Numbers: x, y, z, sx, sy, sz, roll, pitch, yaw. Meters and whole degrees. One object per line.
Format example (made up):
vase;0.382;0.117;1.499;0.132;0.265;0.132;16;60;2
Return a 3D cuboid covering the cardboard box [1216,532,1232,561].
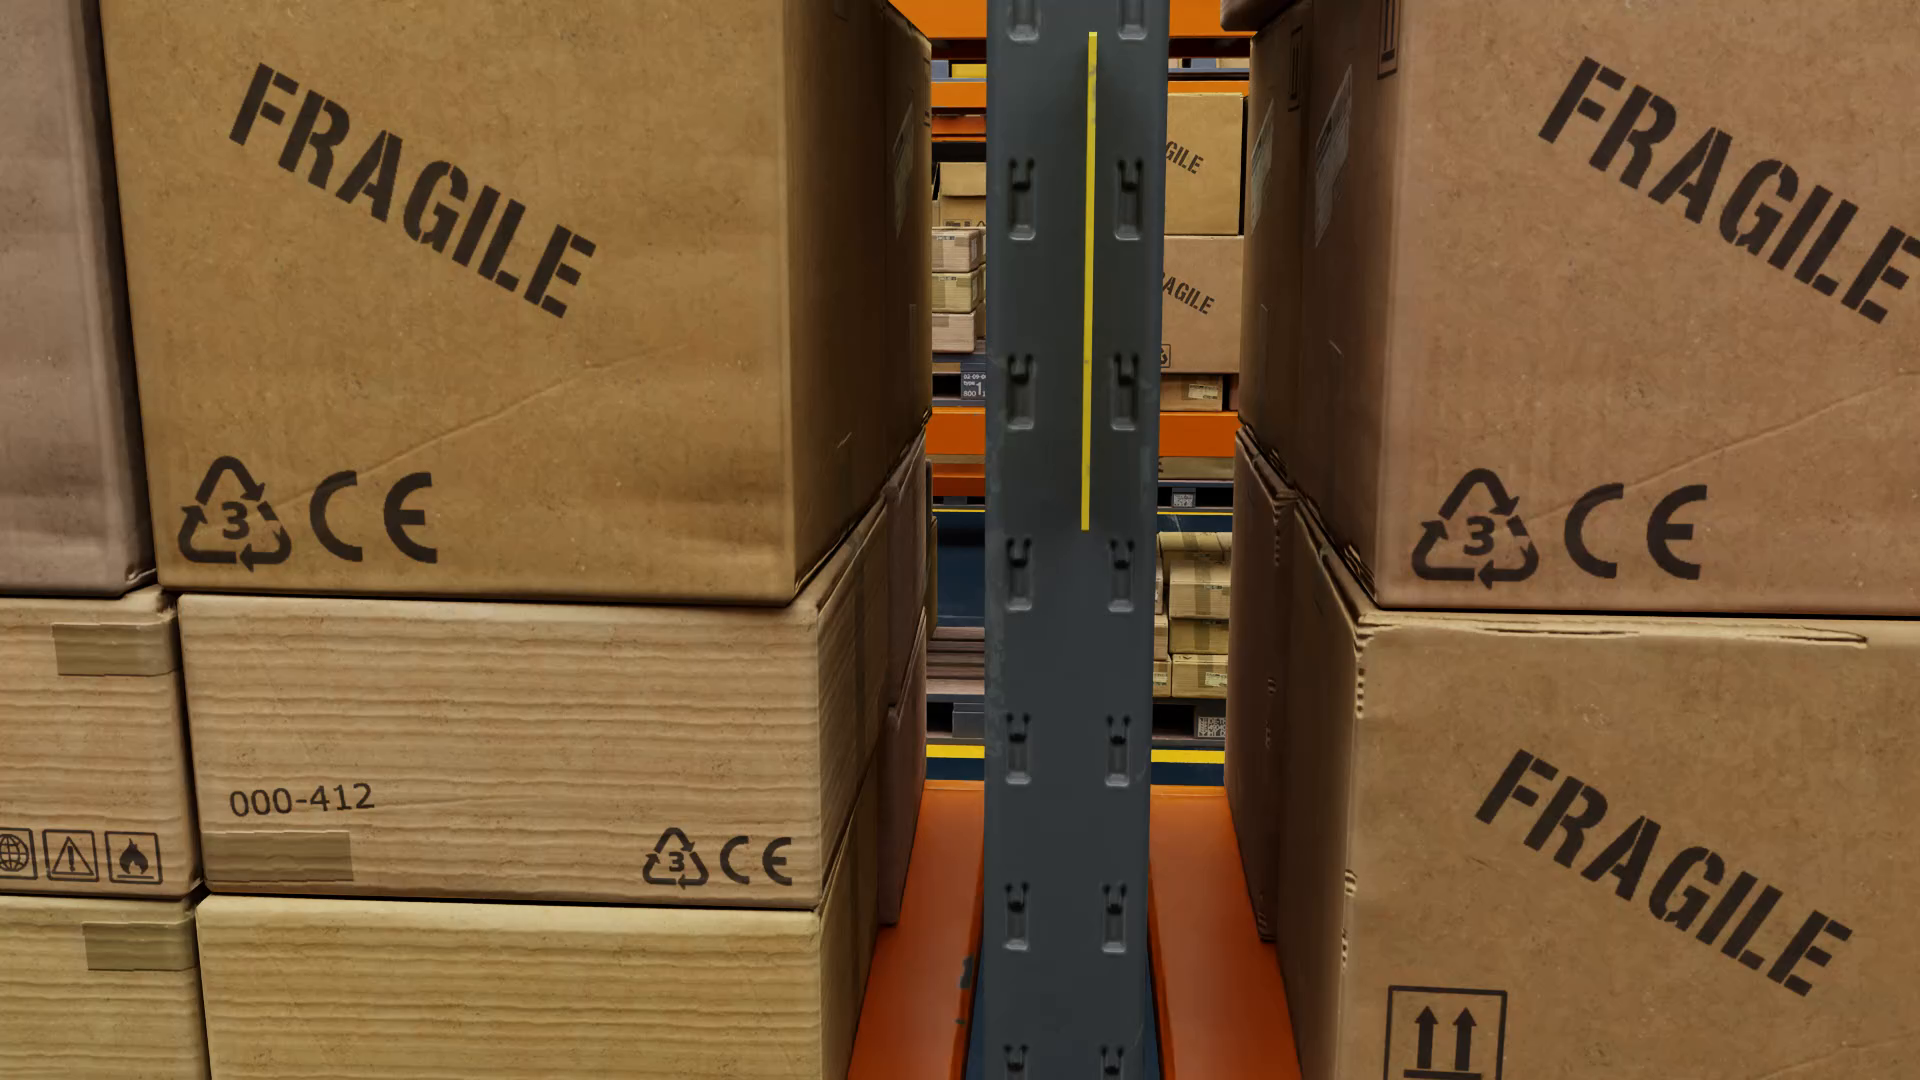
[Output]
cardboard box;1.223;0.078;7.051;0.250;0.149;0.380;1;12;3

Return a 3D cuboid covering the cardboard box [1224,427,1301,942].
cardboard box;0.594;0.149;1.988;0.500;0.500;0.500;1;12;4

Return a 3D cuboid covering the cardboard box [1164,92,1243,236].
cardboard box;0.778;-1.397;6.209;0.500;0.500;0.500;1;12;5

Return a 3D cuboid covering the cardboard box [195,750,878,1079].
cardboard box;-0.350;0.362;1.577;0.500;0.250;0.500;1;12;2

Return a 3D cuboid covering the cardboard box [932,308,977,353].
cardboard box;-0.065;-0.817;6.435;0.250;0.149;0.380;1;12;2

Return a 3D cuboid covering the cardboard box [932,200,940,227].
cardboard box;-0.325;-4.071;21.133;0.500;0.500;0.700;-2;12;-11

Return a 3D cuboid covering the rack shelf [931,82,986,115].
rack shelf;-1.219;-2.925;11.354;4.000;0.370;1.077;1;12;4

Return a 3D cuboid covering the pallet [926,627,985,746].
pallet;-0.433;0.585;6.954;1.213;0.211;1.003;1;12;4

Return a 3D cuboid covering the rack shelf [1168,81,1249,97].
rack shelf;2.772;-2.870;11.093;4.000;0.370;1.077;1;12;4

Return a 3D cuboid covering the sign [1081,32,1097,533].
sign;0.088;-0.174;1.137;0.005;0.325;0.100;1;12;4

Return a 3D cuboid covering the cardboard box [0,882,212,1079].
cardboard box;-0.858;0.355;1.611;0.500;0.250;0.500;1;12;3

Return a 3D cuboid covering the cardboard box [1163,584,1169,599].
cardboard box;0.951;0.216;7.122;0.250;0.149;0.380;0;12;1

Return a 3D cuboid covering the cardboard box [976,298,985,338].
cardboard box;-0.018;-0.951;7.077;0.250;0.149;0.380;0;12;1

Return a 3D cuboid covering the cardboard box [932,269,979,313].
cardboard box;-0.066;-0.963;6.405;0.250;0.149;0.380;1;12;5

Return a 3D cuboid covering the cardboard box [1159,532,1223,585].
cardboard box;0.974;0.077;7.060;0.250;0.149;0.380;1;12;4

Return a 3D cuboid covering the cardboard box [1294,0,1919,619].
cardboard box;0.573;-0.239;1.398;0.500;0.500;0.500;1;12;4

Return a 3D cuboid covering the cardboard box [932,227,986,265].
cardboard box;-0.018;-1.242;7.016;0.250;0.149;0.380;1;12;7

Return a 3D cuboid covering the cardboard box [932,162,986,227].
cardboard box;0.139;-2.328;11.378;0.637;0.503;0.797;0;12;2

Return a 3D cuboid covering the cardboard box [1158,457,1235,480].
cardboard box;1.430;-0.921;11.510;0.875;0.875;0.875;1;12;4

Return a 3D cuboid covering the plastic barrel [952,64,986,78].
plastic barrel;0.183;-4.530;15.786;0.600;0.588;0.600;0;12;0

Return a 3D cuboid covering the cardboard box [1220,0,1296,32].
cardboard box;0.443;-0.673;1.890;0.250;0.149;0.380;1;12;3

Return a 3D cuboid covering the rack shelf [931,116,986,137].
rack shelf;-0.888;-3.936;16.191;4.000;0.370;1.077;1;12;4

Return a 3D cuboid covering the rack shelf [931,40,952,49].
rack shelf;-1.651;-2.008;6.497;3.809;0.124;0.919;1;12;4

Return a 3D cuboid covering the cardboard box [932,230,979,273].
cardboard box;-0.069;-1.109;6.377;0.250;0.149;0.380;1;12;6

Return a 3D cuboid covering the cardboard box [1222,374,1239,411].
cardboard box;1.137;-0.594;6.397;0.250;0.149;0.380;0;12;1

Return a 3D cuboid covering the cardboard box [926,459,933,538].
cardboard box;-0.375;-0.182;7.062;0.500;0.250;0.500;0;12;1

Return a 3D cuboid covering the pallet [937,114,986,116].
pallet;0.319;-4.160;15.962;1.003;0.211;1.213;1;12;4

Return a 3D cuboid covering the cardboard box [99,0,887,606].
cardboard box;-0.348;-0.250;1.450;0.500;0.500;0.500;1;12;6

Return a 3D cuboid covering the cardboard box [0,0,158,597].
cardboard box;-0.865;-0.255;1.477;0.500;0.500;0.500;1;12;5

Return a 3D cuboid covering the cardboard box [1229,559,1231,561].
cardboard box;1.201;0.186;6.538;0.250;0.149;0.380;1;12;3

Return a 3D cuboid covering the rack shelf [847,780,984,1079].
rack shelf;-1.881;0.568;1.983;4.000;0.370;1.077;1;12;4

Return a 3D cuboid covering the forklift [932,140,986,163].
forklift;0.274;-2.265;13.937;3.031;2.935;1.130;3;12;13

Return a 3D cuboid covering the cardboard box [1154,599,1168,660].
cardboard box;0.685;0.345;6.502;0.250;0.149;0.380;1;12;6

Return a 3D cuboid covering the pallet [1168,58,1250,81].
pallet;1.592;-3.193;11.095;1.213;0.211;1.003;1;12;4

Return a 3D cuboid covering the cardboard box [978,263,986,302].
cardboard box;-0.018;-1.097;7.047;0.250;0.149;0.380;1;12;5

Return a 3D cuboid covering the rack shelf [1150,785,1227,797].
rack shelf;2.110;0.623;1.721;4.000;0.370;1.077;1;12;4

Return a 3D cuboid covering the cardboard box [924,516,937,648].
cardboard box;-0.375;0.184;7.140;0.500;0.500;0.500;1;12;6

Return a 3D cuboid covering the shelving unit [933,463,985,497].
shelving unit;0.007;-0.550;10.152;1.048;1.125;0.538;1;12;4

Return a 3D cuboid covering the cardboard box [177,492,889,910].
cardboard box;-0.342;0.116;1.534;0.500;0.250;0.500;1;12;4

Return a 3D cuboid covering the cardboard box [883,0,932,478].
cardboard box;-0.305;-0.360;1.975;0.500;0.500;0.500;1;12;4

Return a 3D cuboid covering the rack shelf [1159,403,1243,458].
rack shelf;2.506;-1.610;8.795;4.006;1.845;5.958;1;12;4

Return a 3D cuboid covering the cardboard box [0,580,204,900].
cardboard box;-0.841;0.110;1.560;0.500;0.250;0.500;1;12;5

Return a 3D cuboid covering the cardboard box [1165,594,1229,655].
cardboard box;0.943;0.330;6.573;0.250;0.149;0.380;1;12;4

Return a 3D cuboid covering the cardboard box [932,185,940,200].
cardboard box;-0.241;-5.365;25.740;0.500;0.250;0.500;1;12;3

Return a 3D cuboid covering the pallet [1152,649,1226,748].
pallet;1.017;0.598;6.896;1.213;0.211;1.003;1;12;4

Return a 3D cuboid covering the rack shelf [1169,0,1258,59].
rack shelf;2.340;-1.858;6.255;4.000;0.370;1.077;1;12;4

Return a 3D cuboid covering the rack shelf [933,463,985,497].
rack shelf;0.007;-0.311;10.203;1.000;0.278;0.538;1;12;4

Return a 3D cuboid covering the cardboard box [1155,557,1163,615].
cardboard box;0.674;0.176;6.583;0.250;0.149;0.380;1;12;6

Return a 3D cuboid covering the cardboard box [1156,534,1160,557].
cardboard box;0.717;0.081;7.038;0.250;0.149;0.380;1;12;5

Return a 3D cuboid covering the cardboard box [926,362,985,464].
cardboard box;0.137;-0.951;11.654;0.875;0.875;1.225;1;12;4

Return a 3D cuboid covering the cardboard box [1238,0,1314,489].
cardboard box;0.604;-0.345;1.905;0.500;0.500;0.500;1;12;3

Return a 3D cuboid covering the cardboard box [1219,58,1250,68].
cardboard box;3.428;-5.795;20.635;0.500;0.500;0.700;1;12;4

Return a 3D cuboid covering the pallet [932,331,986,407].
pallet;-0.409;-0.716;6.831;1.213;0.211;1.003;1;12;4
